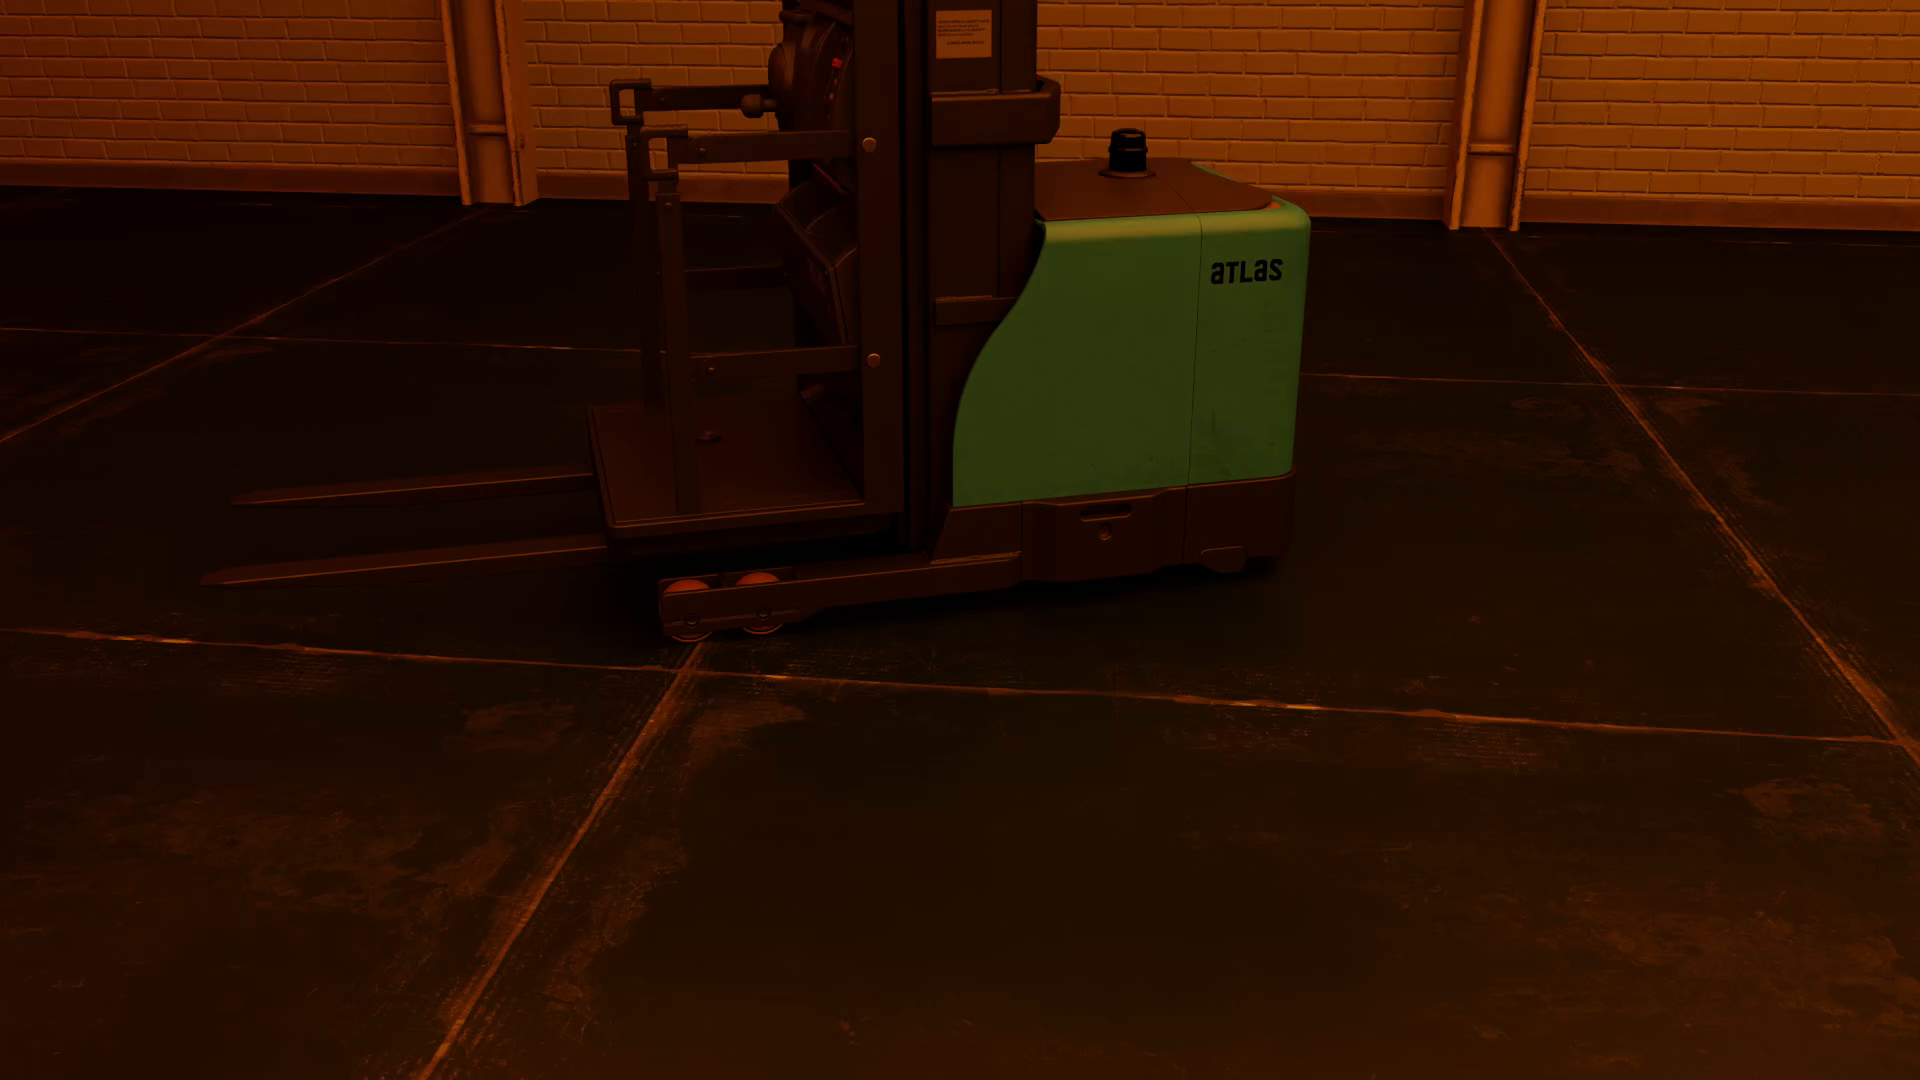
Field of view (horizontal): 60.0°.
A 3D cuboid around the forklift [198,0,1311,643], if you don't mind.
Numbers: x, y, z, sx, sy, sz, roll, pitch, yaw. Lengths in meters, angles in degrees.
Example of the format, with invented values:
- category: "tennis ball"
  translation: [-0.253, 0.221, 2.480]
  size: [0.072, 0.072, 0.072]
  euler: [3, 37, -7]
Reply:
- category: "forklift"
  translation: [-0.588, -1.301, 4.485]
  size: [3.031, 2.935, 1.130]
  euler: [-6, 23, -14]
